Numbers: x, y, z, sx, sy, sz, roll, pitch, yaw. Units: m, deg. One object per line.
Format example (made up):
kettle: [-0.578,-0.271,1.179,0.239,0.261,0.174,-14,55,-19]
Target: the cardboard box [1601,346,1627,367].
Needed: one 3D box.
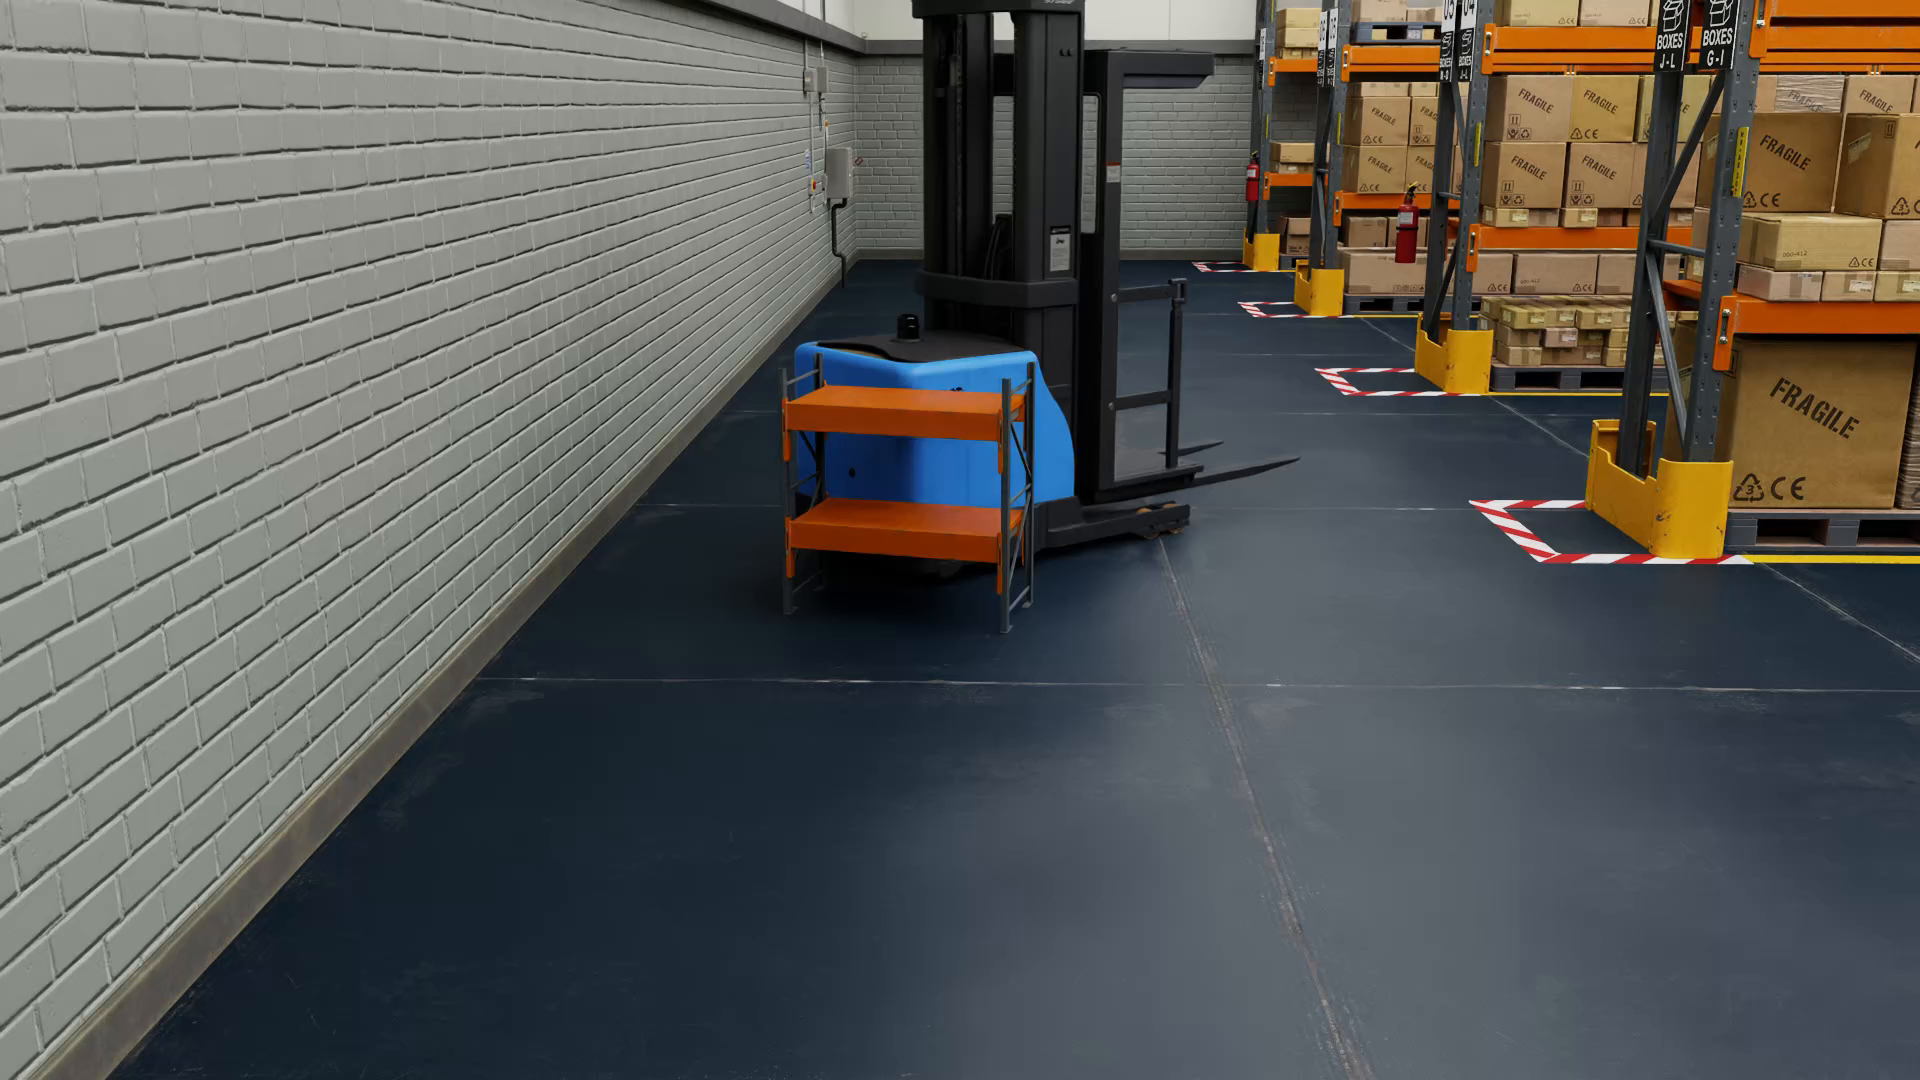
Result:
cardboard box: [5.278,-1.496,13.394,0.250,0.149,0.380,1,15,2]

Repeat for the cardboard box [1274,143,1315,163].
cardboard box: [4.593,-5.295,22.740,0.500,0.250,0.500,0,15,2]

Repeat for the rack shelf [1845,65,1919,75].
rack shelf: [14.143,-6.333,22.492,4.000,0.370,1.077,0,15,1]

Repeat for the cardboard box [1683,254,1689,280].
cardboard box: [8.643,-3.195,18.413,0.875,0.875,0.875,1,15,3]

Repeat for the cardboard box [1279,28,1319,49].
cardboard box: [4.582,-6.744,22.353,0.500,0.250,0.500,0,15,1]

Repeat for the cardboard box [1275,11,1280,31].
cardboard box: [4.597,-7.127,22.824,0.500,0.250,0.500,0,15,0]

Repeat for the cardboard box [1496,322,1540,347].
cardboard box: [4.515,-1.666,13.456,0.250,0.149,0.380,1,15,4]

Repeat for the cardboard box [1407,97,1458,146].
cardboard box: [5.012,-4.484,17.799,0.500,0.500,0.500,0,15,0]

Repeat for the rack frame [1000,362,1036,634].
rack frame: [0.258,-0.195,7.373,0.032,1.125,0.500,4,15,15]

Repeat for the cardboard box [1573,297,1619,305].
cardboard box: [5.302,-1.936,13.898,0.250,0.149,0.380,0,15,-1]

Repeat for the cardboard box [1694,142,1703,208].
cardboard box: [5.974,-2.880,13.097,0.500,0.500,0.500,0,15,0]

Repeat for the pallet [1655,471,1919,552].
pallet: [4.571,-0.168,9.065,1.213,0.211,1.003,0,15,1]

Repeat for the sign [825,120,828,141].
sign: [-1.624,-4.981,20.222,0.001,0.242,0.339,0,15,1]

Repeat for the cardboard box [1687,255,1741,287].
cardboard box: [4.134,-1.462,8.995,0.250,0.149,0.380,1,15,2]

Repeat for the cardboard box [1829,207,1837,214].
cardboard box: [4.768,-1.634,8.866,0.500,0.250,0.500,0,15,0]

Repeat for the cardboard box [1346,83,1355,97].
cardboard box: [4.387,-4.923,18.194,0.250,0.149,0.380,1,15,2]

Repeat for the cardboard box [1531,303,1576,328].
cardboard box: [4.791,-1.817,13.447,0.250,0.149,0.380,1,15,2]

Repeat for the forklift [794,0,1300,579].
forklift: [0.617,-1.514,8.832,3.031,2.935,1.130,-11,19,-37]

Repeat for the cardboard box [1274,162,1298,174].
cardboard box: [4.467,-5.102,22.789,0.250,0.149,0.380,0,15,1]

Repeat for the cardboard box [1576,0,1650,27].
cardboard box: [4.966,-4.071,12.806,0.500,0.250,0.500,1,15,3]

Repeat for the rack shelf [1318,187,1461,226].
rack shelf: [6.022,-3.668,18.275,4.000,0.370,1.077,0,15,1]

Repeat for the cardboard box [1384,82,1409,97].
cardboard box: [4.634,-4.818,17.795,0.250,0.149,0.380,1,15,3]

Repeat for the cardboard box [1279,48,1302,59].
cardboard box: [4.458,-6.563,22.447,0.250,0.149,0.380,1,15,3]

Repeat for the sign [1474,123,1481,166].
sign: [3.984,-3.046,12.810,0.005,0.325,0.100,0,15,1]

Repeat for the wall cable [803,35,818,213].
wall cable: [-1.615,-4.566,18.215,0.123,1.953,0.585,0,15,1]

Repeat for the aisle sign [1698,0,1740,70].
aisle sign: [3.690,-2.683,8.033,0.004,0.787,0.394,0,15,1]

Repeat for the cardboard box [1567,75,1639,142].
cardboard box: [4.944,-3.370,12.993,0.500,0.500,0.500,1,15,3]

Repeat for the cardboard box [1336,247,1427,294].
cardboard box: [4.685,-3.015,18.586,0.875,0.438,0.875,0,15,0]

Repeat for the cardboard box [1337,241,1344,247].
cardboard box: [5.179,-4.079,23.185,0.250,0.149,0.380,0,15,-1]

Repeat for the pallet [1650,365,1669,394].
pallet: [6.101,-1.394,13.712,1.213,0.211,1.003,0,15,1]

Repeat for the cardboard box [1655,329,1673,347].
cardboard box: [5.555,-1.664,13.448,0.250,0.149,0.380,0,15,-1]

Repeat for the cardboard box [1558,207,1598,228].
cardboard box: [4.836,-2.553,13.128,0.250,0.149,0.380,0,15,0]

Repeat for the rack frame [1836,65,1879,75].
rack frame: [12.143,-5.243,22.833,0.127,3.000,1.000,0,15,1]

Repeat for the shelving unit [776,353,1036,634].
shelving unit: [-0.231,-0.230,7.506,1.048,1.125,0.538,4,15,15]

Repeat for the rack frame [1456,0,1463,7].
rack frame: [3.997,-5.667,12.680,0.127,3.000,1.000,0,15,1]

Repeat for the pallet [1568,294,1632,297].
pallet: [7.263,-2.680,18.584,1.213,0.211,1.003,0,15,1]

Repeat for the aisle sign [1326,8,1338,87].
aisle sign: [3.943,-5.213,17.622,0.004,0.787,0.394,0,15,1]

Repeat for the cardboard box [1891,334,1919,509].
cardboard box: [5.321,-0.688,8.910,0.875,0.875,0.875,0,15,1]

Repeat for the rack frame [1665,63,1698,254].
rack frame: [8.021,-4.003,18.133,0.127,3.000,1.000,0,15,1]

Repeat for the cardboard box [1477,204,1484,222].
cardboard box: [4.331,-2.715,13.742,0.250,0.149,0.380,0,15,1]

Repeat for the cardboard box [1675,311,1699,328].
cardboard box: [5.829,-1.785,13.324,0.250,0.149,0.380,1,15,2]

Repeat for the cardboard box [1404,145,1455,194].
cardboard box: [5.002,-4.005,17.944,0.500,0.500,0.500,0,15,1]

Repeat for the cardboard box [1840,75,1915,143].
cardboard box: [7.002,-3.352,12.926,0.500,0.500,0.500,0,15,0]

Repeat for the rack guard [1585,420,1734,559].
rack guard: [3.746,-0.294,8.973,0.348,0.500,1.175,0,15,1]
